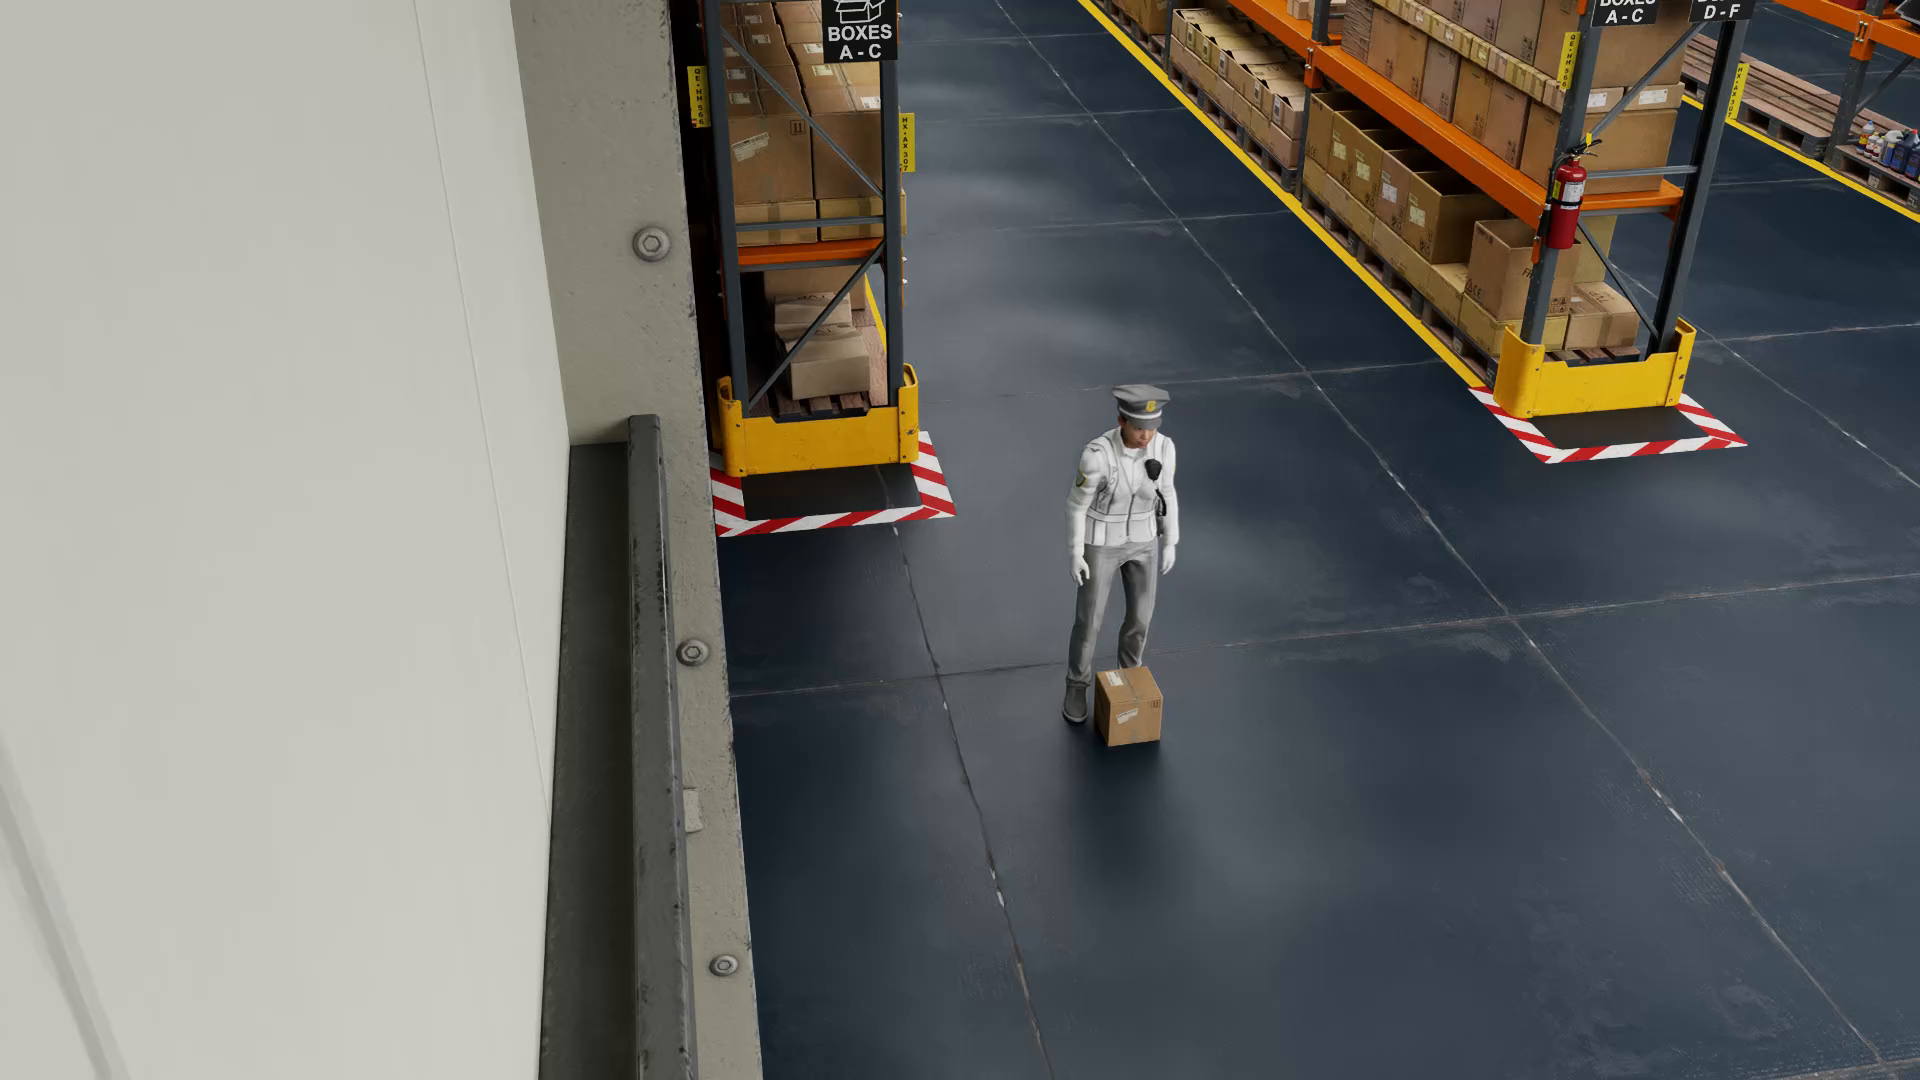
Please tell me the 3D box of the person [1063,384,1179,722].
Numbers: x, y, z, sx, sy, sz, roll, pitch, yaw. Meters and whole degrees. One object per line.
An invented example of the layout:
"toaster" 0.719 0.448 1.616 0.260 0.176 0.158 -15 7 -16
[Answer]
"person" 0.735 0.042 7.558 0.546 1.664 0.375 -7 32 -12
